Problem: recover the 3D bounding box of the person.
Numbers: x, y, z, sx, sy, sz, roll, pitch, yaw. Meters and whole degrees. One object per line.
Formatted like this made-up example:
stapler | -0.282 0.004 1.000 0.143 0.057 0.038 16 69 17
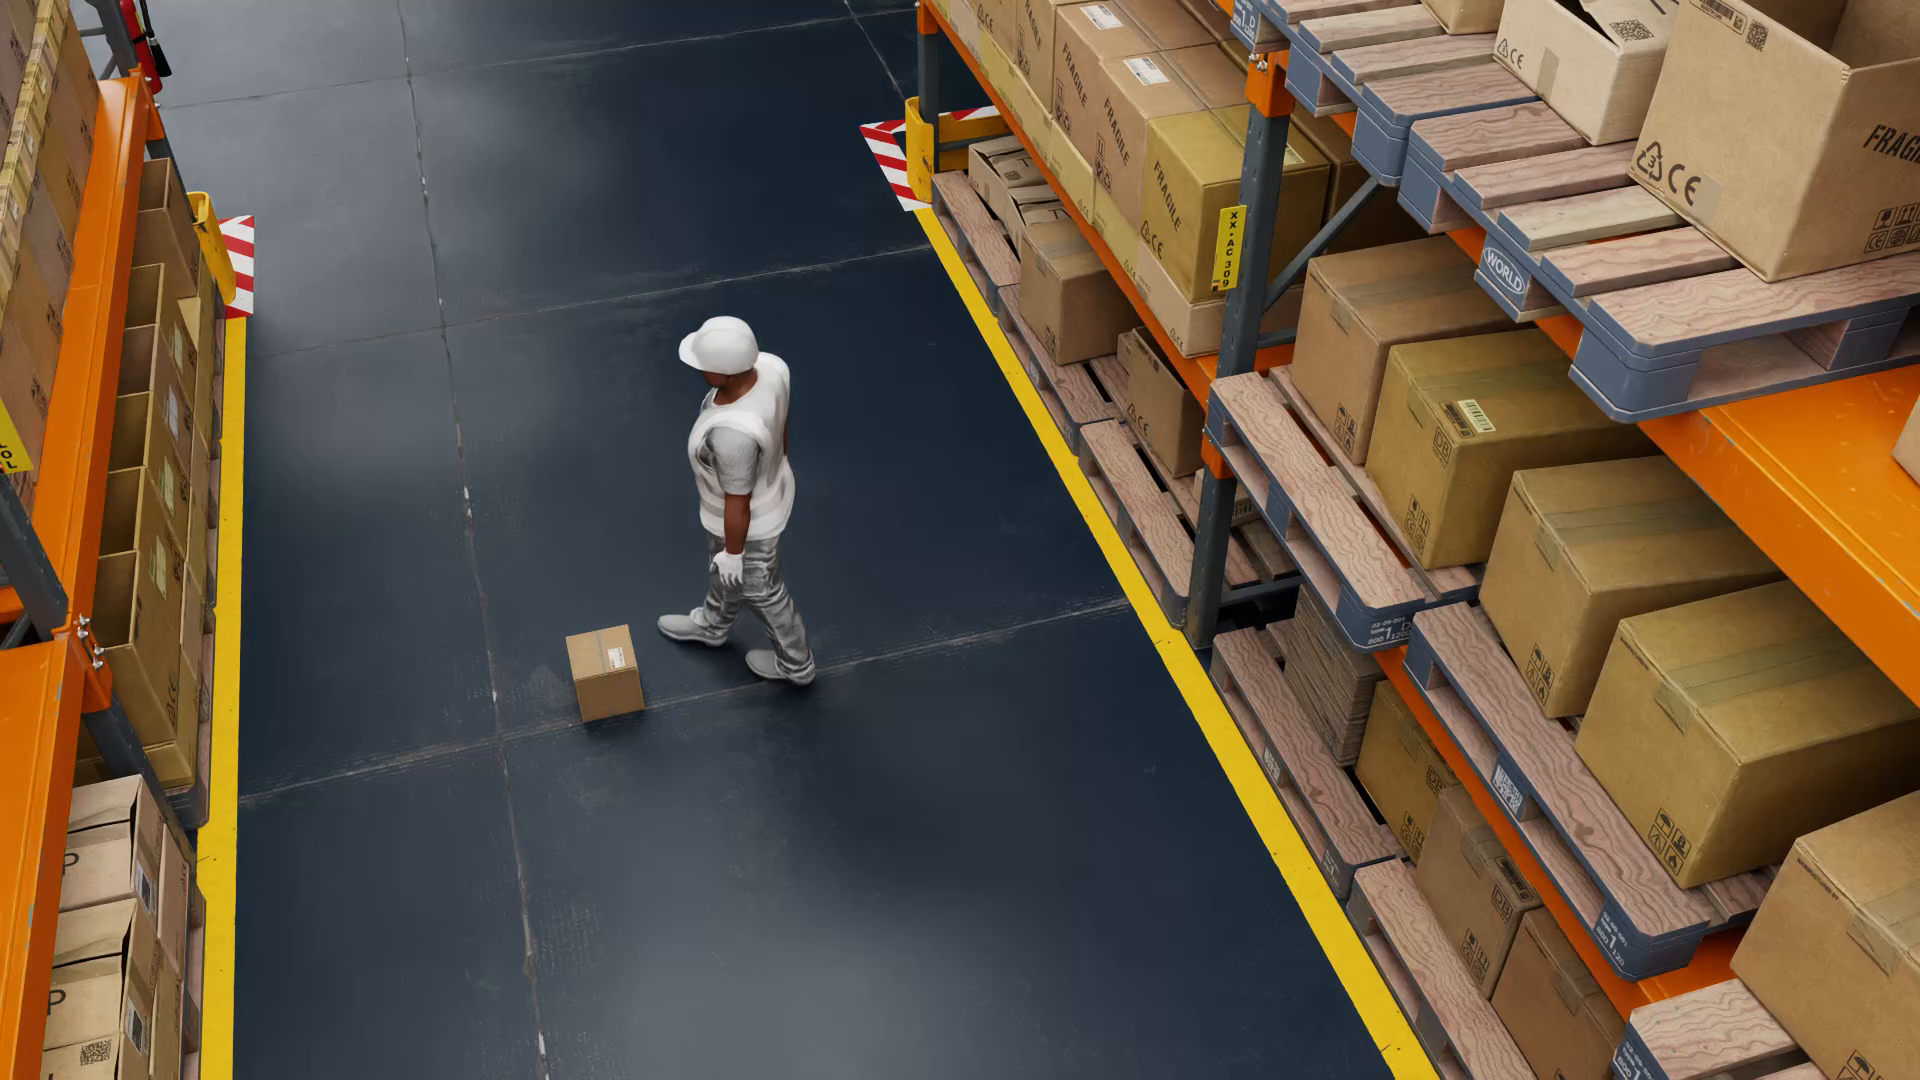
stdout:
person | -0.941 -0.136 6.284 0.713 1.768 0.591 5 42 6
